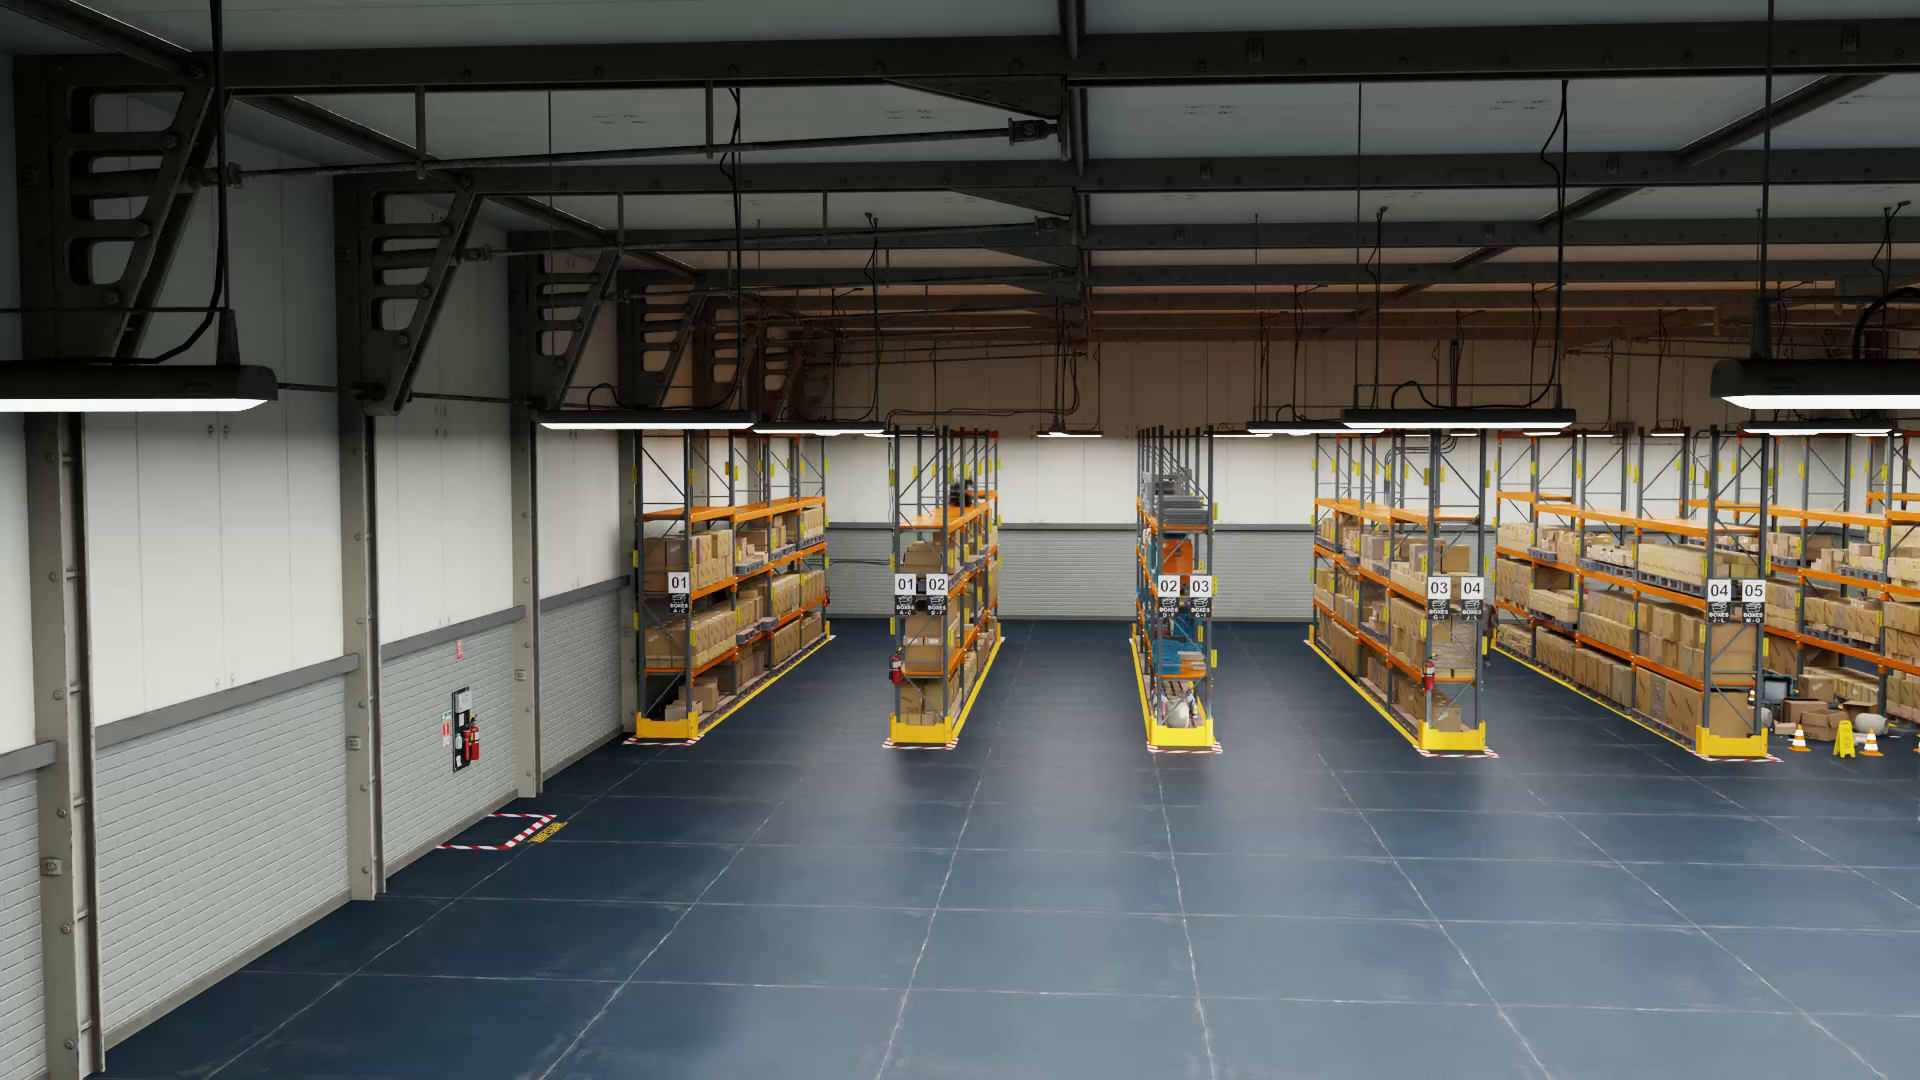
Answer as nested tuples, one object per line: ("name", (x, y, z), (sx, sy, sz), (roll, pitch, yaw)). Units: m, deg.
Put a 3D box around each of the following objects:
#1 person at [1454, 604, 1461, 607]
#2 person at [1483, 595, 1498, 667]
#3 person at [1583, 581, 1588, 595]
("person", (13.517, 2.227, 45.428), (0.557, 1.565, 0.621), (1, 3, 9))
("person", (13.342, 2.387, 42.407), (0.734, 1.597, 0.933), (0, 3, 1))
("person", (17.751, 2.039, 47.422), (0.719, 1.772, 0.690), (1, 3, 11))
